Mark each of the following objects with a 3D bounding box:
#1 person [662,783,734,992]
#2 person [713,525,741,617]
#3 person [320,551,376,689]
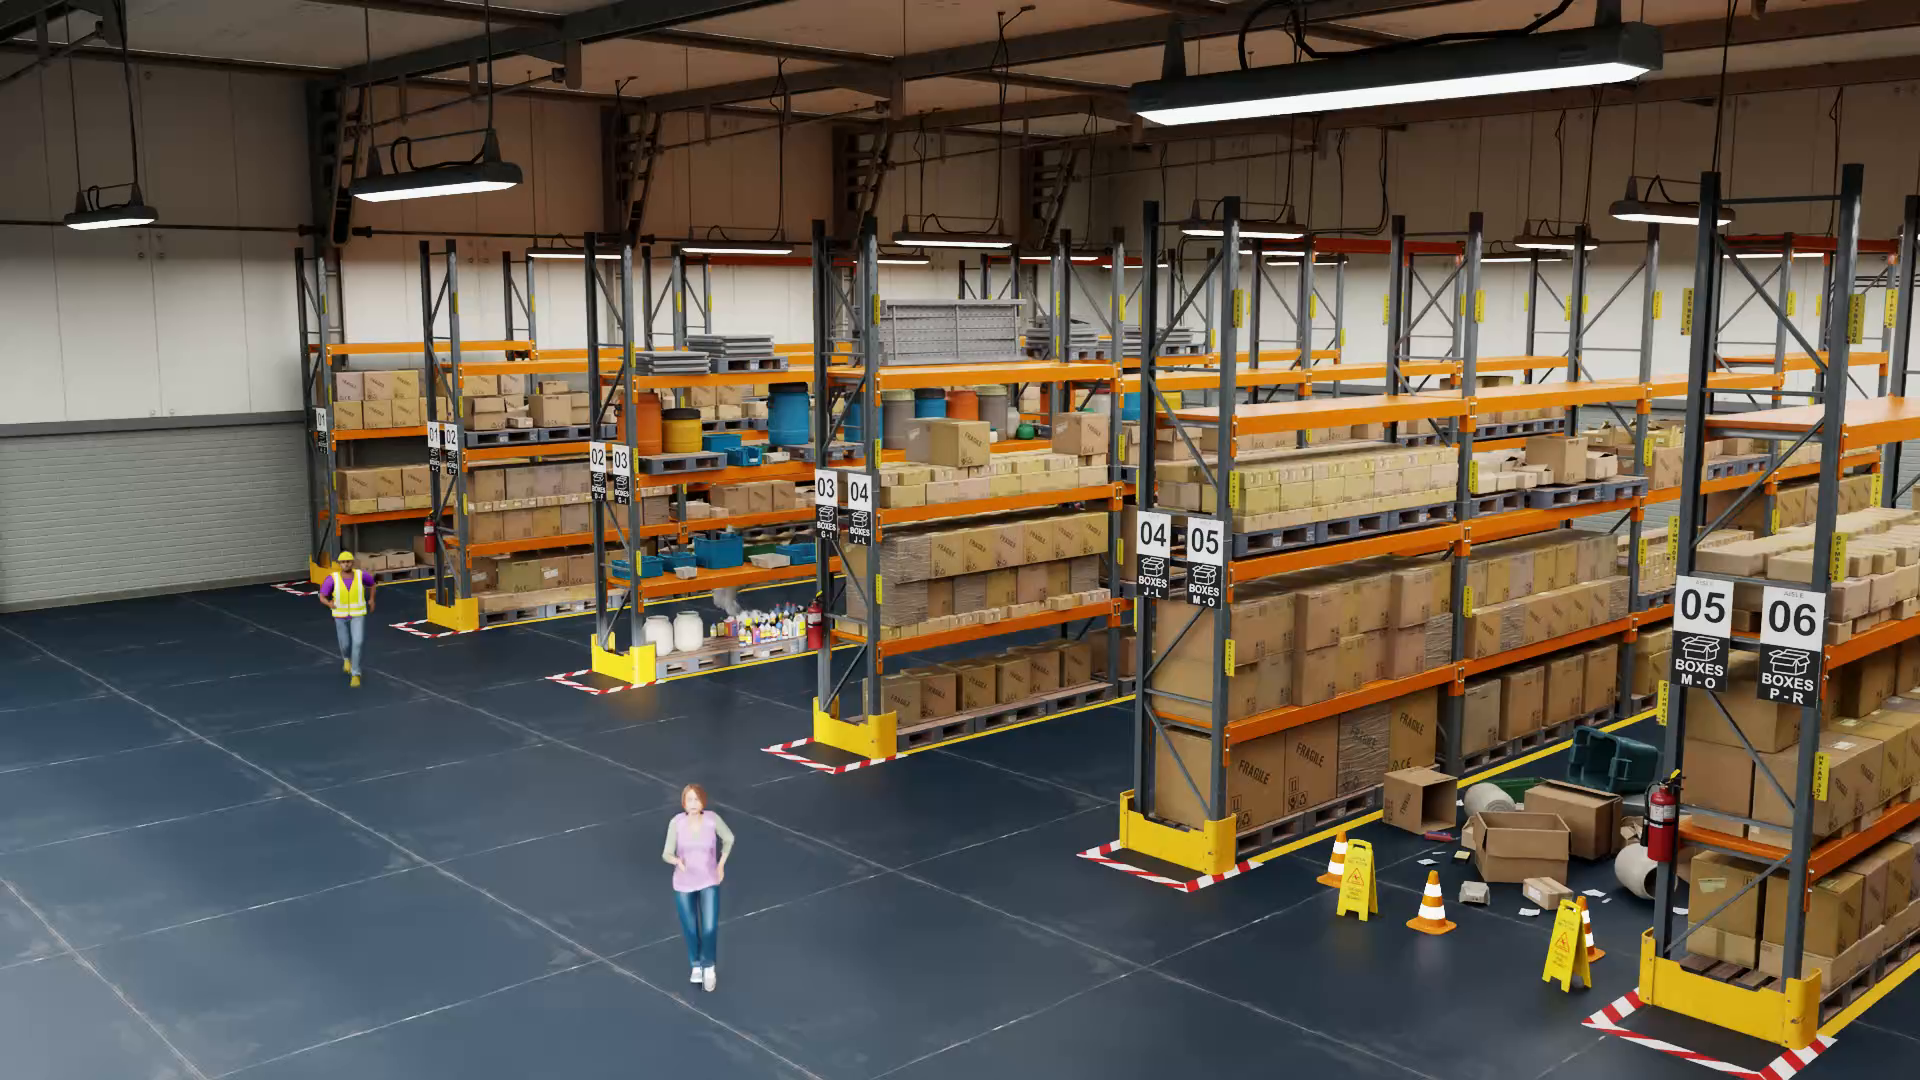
[{"bbox_3d":[-1.941,2.589,12.328,0.516,1.588,0.608,-1,8,-5],"label":"person"},{"bbox_3d":[-3.535,0.585,25.434,0.574,1.657,0.562,6,11,37],"label":"person"},{"bbox_3d":[-8.185,1.030,22.291,0.715,1.784,0.952,-3,9,-19],"label":"person"}]
